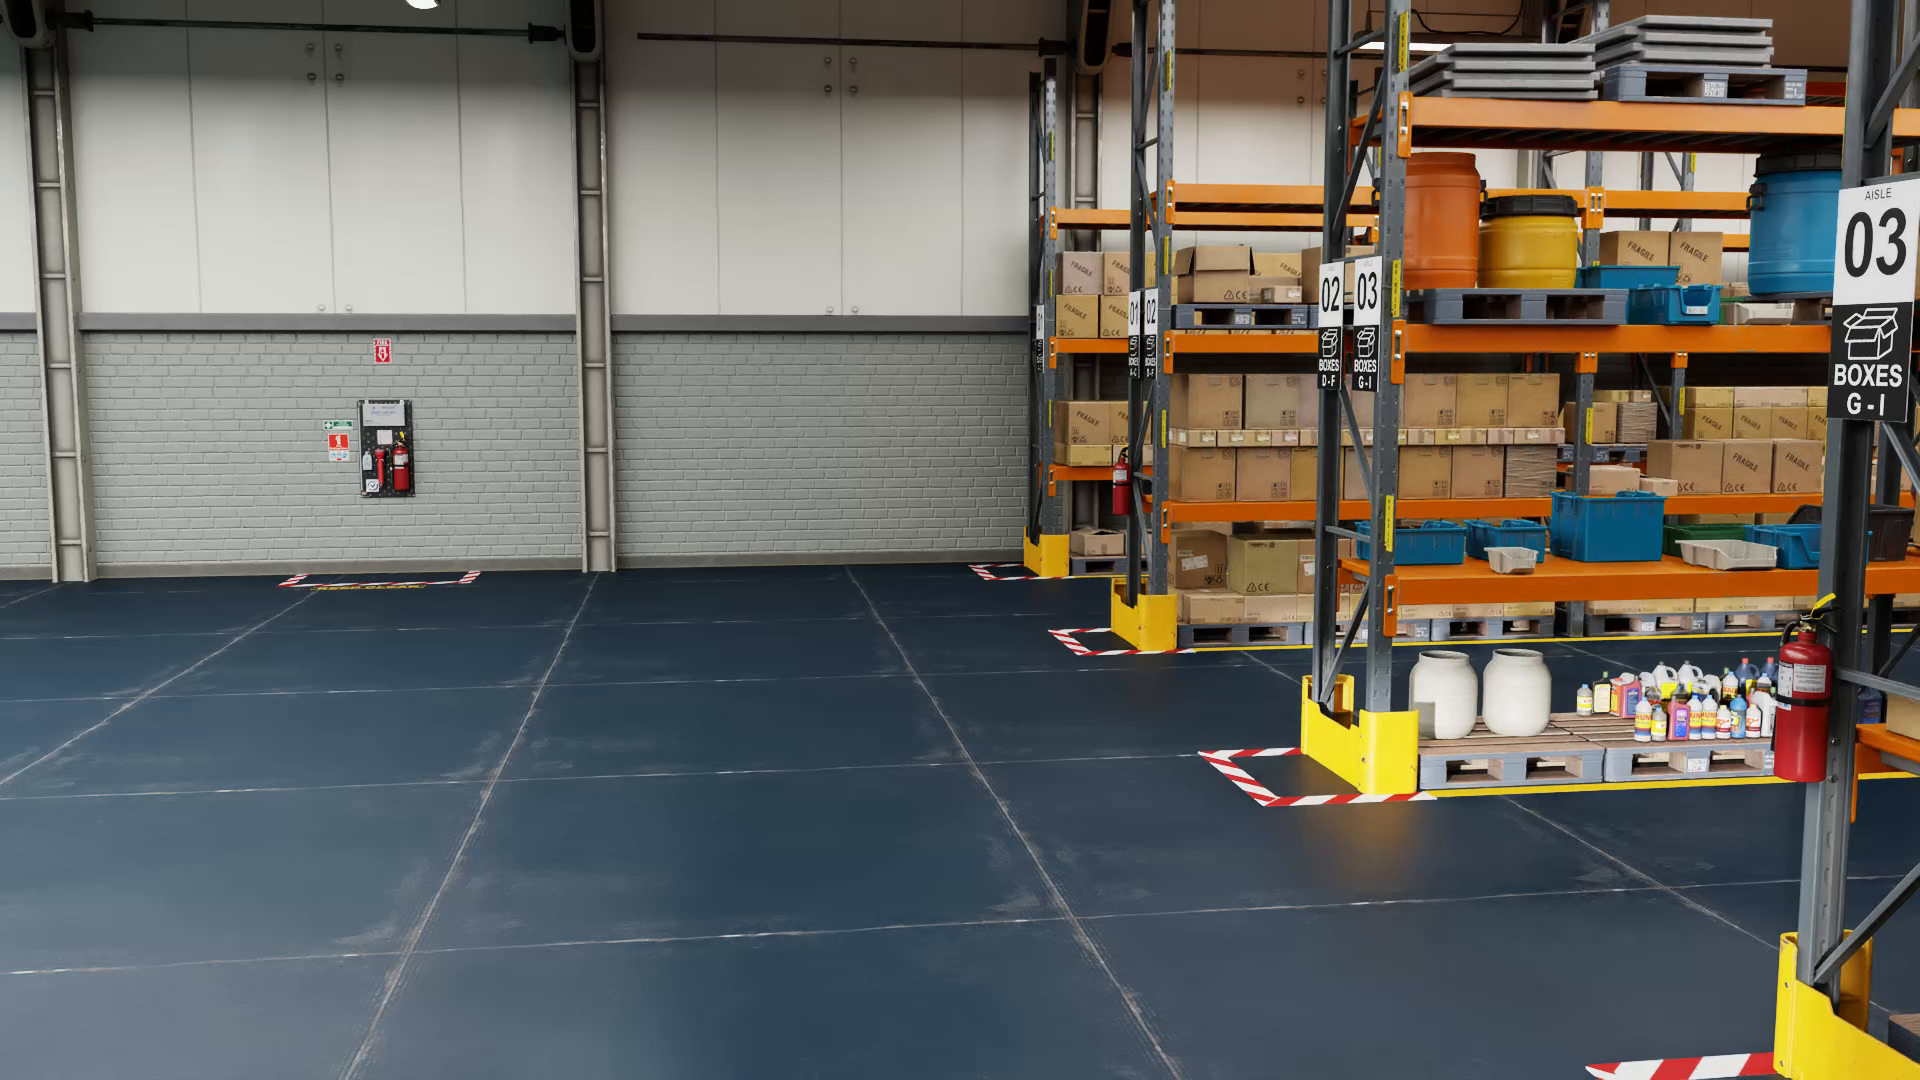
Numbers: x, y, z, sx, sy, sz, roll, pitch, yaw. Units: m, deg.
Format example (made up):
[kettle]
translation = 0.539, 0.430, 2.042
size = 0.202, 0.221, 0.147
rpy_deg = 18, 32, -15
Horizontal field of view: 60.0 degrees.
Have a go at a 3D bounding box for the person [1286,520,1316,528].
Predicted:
[person]
translation = 3.510, -0.189, 17.136
size = 0.710, 1.771, 0.574
rpy_deg = -1, 7, -12
